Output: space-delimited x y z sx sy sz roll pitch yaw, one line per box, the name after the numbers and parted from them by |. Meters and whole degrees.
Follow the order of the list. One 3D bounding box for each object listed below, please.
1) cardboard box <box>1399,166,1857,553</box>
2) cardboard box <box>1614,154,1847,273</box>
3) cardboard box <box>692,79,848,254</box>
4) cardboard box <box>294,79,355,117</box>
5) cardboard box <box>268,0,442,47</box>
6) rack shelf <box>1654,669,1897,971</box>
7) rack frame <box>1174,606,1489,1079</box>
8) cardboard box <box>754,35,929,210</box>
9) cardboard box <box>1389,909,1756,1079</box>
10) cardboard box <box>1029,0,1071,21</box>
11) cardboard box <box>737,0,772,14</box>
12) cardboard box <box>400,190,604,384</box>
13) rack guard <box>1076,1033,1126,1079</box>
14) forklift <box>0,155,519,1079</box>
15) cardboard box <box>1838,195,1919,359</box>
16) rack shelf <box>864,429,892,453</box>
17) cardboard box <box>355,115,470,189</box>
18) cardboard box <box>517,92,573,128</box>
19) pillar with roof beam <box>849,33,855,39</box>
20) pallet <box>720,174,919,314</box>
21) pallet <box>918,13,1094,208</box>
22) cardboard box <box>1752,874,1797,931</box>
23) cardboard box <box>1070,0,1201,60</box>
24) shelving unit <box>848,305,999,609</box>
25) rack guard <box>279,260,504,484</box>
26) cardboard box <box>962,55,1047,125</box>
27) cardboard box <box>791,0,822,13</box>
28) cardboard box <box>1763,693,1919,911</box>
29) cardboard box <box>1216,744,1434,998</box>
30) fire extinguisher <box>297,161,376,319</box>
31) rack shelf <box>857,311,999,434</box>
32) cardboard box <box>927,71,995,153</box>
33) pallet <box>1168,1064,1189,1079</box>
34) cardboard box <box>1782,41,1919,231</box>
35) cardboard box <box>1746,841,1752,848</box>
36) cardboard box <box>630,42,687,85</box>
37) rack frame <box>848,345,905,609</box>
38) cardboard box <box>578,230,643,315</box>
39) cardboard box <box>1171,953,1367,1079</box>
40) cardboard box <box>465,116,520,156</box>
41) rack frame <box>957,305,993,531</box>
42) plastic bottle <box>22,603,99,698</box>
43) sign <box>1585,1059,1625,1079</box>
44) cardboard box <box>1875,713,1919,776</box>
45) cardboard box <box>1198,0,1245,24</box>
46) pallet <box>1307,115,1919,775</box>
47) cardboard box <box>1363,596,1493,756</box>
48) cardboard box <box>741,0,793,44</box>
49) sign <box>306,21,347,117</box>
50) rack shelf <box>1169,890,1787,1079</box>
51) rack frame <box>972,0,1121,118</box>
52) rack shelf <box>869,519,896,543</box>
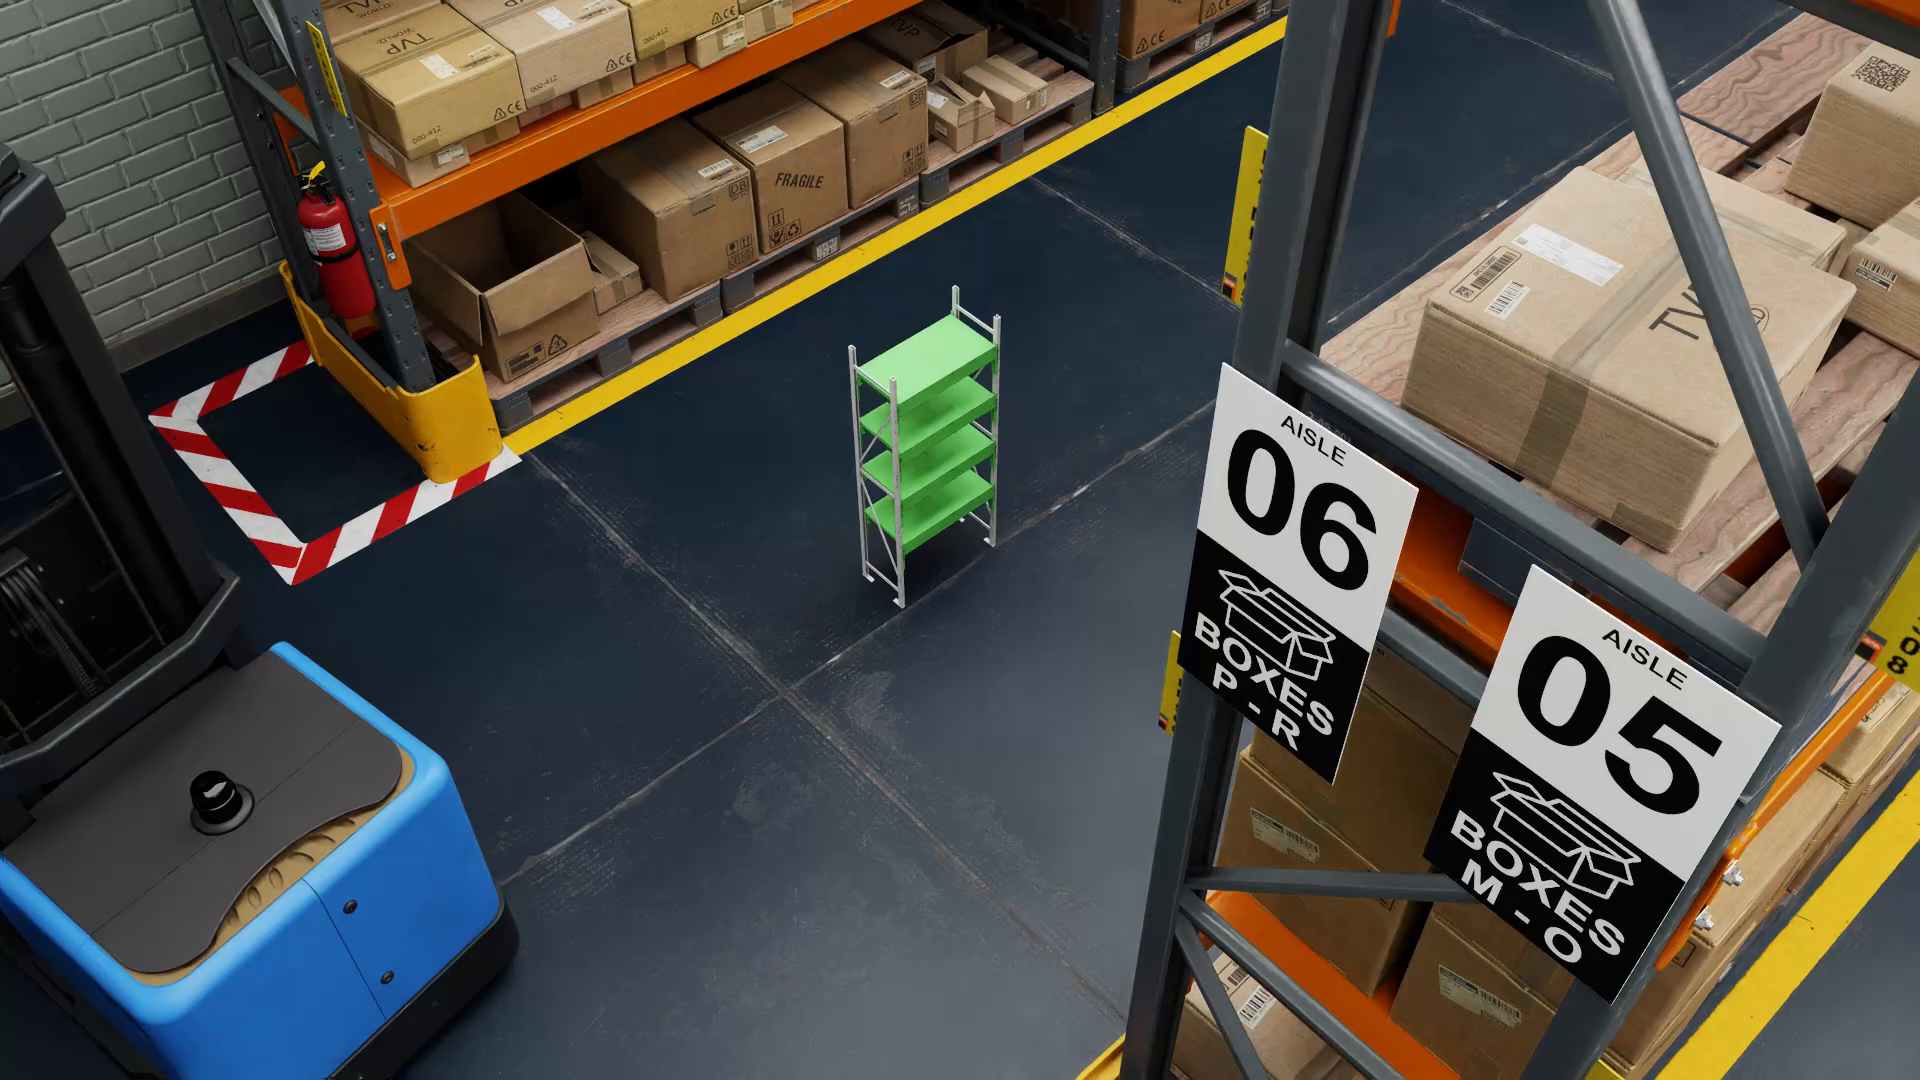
1.098 -0.316 2.761 0.500 0.250 0.500 34 56 27 | cardboard box
1.354 -0.532 3.030 0.380 0.149 0.250 35 56 28 | cardboard box
-0.883 -1.753 7.795 0.500 0.500 0.500 -33 55 -27 | cardboard box
-2.452 -1.824 6.616 0.250 0.149 0.380 -34 56 -28 | cardboard box
-2.355 -2.021 6.527 0.500 0.250 0.500 -32 55 -26 | cardboard box
5.639 2.539 1.888 4.000 1.870 10.987 -34 56 -27 | rack shelf
0.823 1.096 3.751 0.053 2.616 0.949 -34 56 -27 | rack frame
-0.573 -2.059 8.078 0.500 0.500 0.700 -36 57 -28 | cardboard box
1.374 0.983 3.787 0.500 0.500 0.500 -34 56 -27 | cardboard box
0.904 -3.513 9.317 1.298 0.649 0.516 -32 55 -26 | cardboard box
-0.890 -2.493 6.962 0.500 0.250 0.500 -35 56 -28 | cardboard box
-2.000 -1.146 7.232 0.637 0.503 0.797 -36 57 -28 | cardboard box
0.808 1.958 4.657 0.348 0.500 1.175 -34 56 -27 | rack guard
0.162 1.754 3.251 10.787 2.843 1.129 29 54 24 | forklift
1.785 -0.423 2.929 0.250 0.149 0.380 -32 55 -26 | cardboard box
-0.122 -0.464 6.136 0.442 0.029 0.199 -34 56 -27 | rack shelf
-2.089 -1.527 6.342 0.250 0.149 0.380 -34 56 -27 | cardboard box
-1.760 -1.827 6.619 0.250 0.149 0.380 -34 56 -28 | cardboard box
2.218 -3.416 3.832 0.400 9.000 9.100 -34 56 -27 | pillar with roof beam
-0.969 -1.686 8.215 1.213 0.211 1.003 -34 56 -27 | pallet
-0.066 -2.292 8.775 1.213 0.211 1.003 -34 56 -27 | pallet
1.729 0.718 4.032 0.500 0.500 0.500 -35 56 -28 | cardboard box
0.952 -2.988 8.935 0.500 0.500 0.500 -31 55 -26 | cardboard box
7.177 1.156 4.921 8.595 1.200 13.061 -34 56 -27 | shelving unit
-2.460 -0.789 7.191 0.348 0.500 1.175 -34 56 -27 | rack guard
0.229 -2.317 8.554 0.250 0.149 0.380 -35 56 -28 | cardboard box
-0.777 -2.443 7.188 0.250 0.149 0.380 -34 56 -27 | cardboard box
1.750 0.384 3.660 0.500 0.500 0.500 -35 56 -28 | cardboard box
1.004 0.682 4.065 0.500 0.500 0.500 -33 56 -27 | cardboard box
-2.314 -1.122 6.104 0.183 0.674 0.296 -34 56 -27 | fire extinguisher
-0.122 -0.607 5.981 0.480 0.148 0.258 -34 56 -27 | rack shelf
-0.036 -2.180 8.349 0.258 0.266 0.396 -32 55 -26 | cardboard box
1.365 1.606 5.178 1.213 0.211 1.003 -34 56 -27 | pallet
1.967 -0.778 3.146 0.500 0.311 0.500 -33 55 -27 | cardboard box
1.275 0.480 3.129 0.250 0.149 0.380 -33 55 -26 | cardboard box
-1.340 -2.053 6.827 0.250 0.149 0.380 -33 55 -27 | cardboard box
-0.303 -0.204 6.175 0.015 1.200 0.240 -34 56 -27 | rack frame
-1.660 -1.214 7.537 0.250 0.149 0.380 -36 57 -28 | cardboard box
1.247 1.444 4.888 0.875 0.438 0.875 -36 57 -28 | cardboard box
-1.932 -1.678 6.482 0.250 0.149 0.380 -32 55 -26 | cardboard box
0.058 -0.446 6.398 0.006 1.046 0.228 -34 56 -27 | rack frame
9.065 1.635 4.107 18.865 1.306 14.188 35 56 28 | plastic bottle
1.195 1.083 3.121 0.005 0.325 0.100 -34 56 -27 | sign
2.126 0.125 3.899 0.500 0.500 0.500 -34 56 -27 | cardboard box
1.340 -3.257 9.182 0.500 0.500 0.500 -34 56 -28 | cardboard box
1.368 -0.261 3.023 1.213 0.211 1.003 -34 56 -27 | pallet
0.956 0.219 3.371 0.250 0.149 0.380 -33 55 -27 | cardboard box
-0.921 -2.278 7.035 0.250 0.149 0.380 -33 55 -26 | cardboard box
-2.151 -1.598 5.647 0.005 0.325 0.100 -34 56 -27 | sign
2.305 0.353 4.926 4.000 0.370 1.077 -34 56 -27 | rack shelf
0.443 -3.577 8.063 0.127 3.000 1.000 -34 56 -27 | rack frame
-0.122 -0.138 6.489 0.442 0.029 0.199 -34 56 -27 | rack shelf
